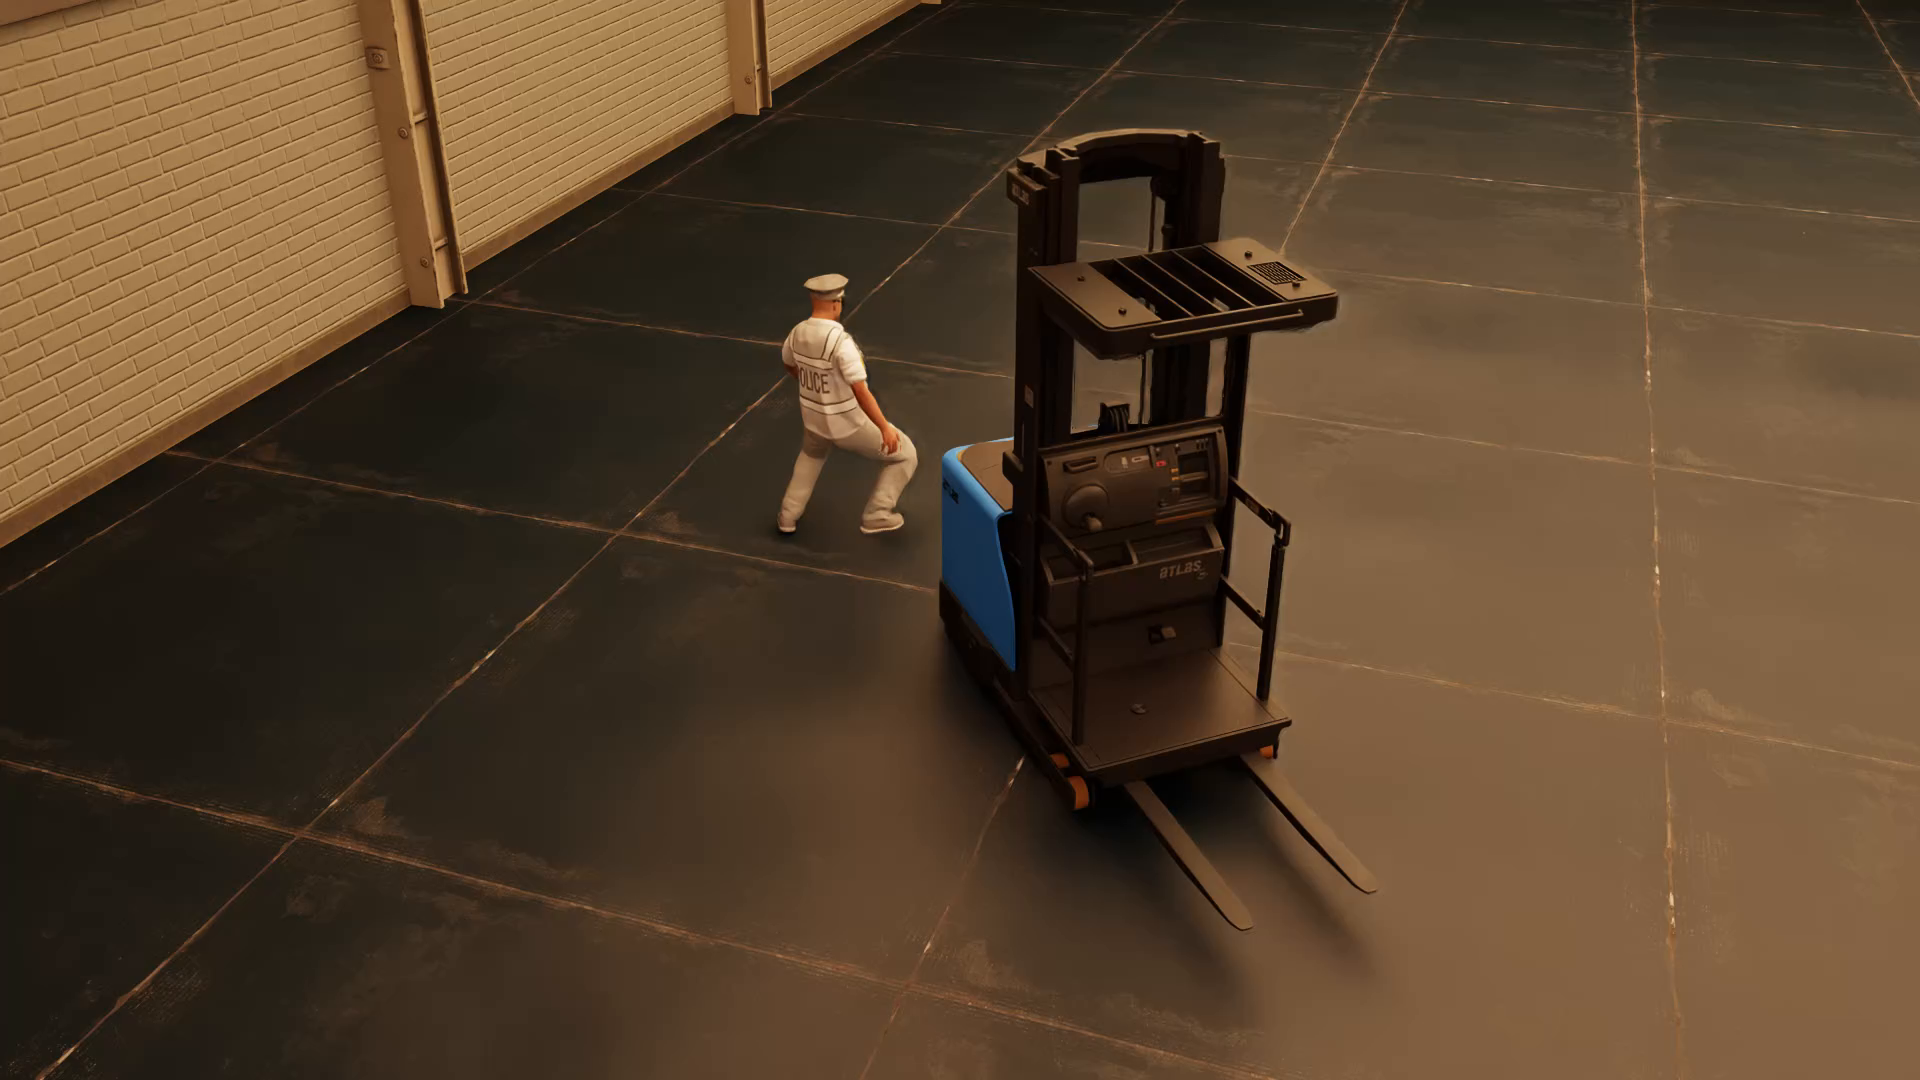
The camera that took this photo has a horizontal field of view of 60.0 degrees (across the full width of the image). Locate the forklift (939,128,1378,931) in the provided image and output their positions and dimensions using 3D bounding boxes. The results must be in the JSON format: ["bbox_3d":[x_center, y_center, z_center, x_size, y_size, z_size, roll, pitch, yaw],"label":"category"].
[{"bbox_3d":[0.903,-0.232,7.544,1.130,2.935,3.031,-11,32,-19],"label":"forklift"}]

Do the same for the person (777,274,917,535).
[{"bbox_3d":[-0.723,-0.769,9.834,0.638,1.640,0.961,-26,39,-38],"label":"person"}]
